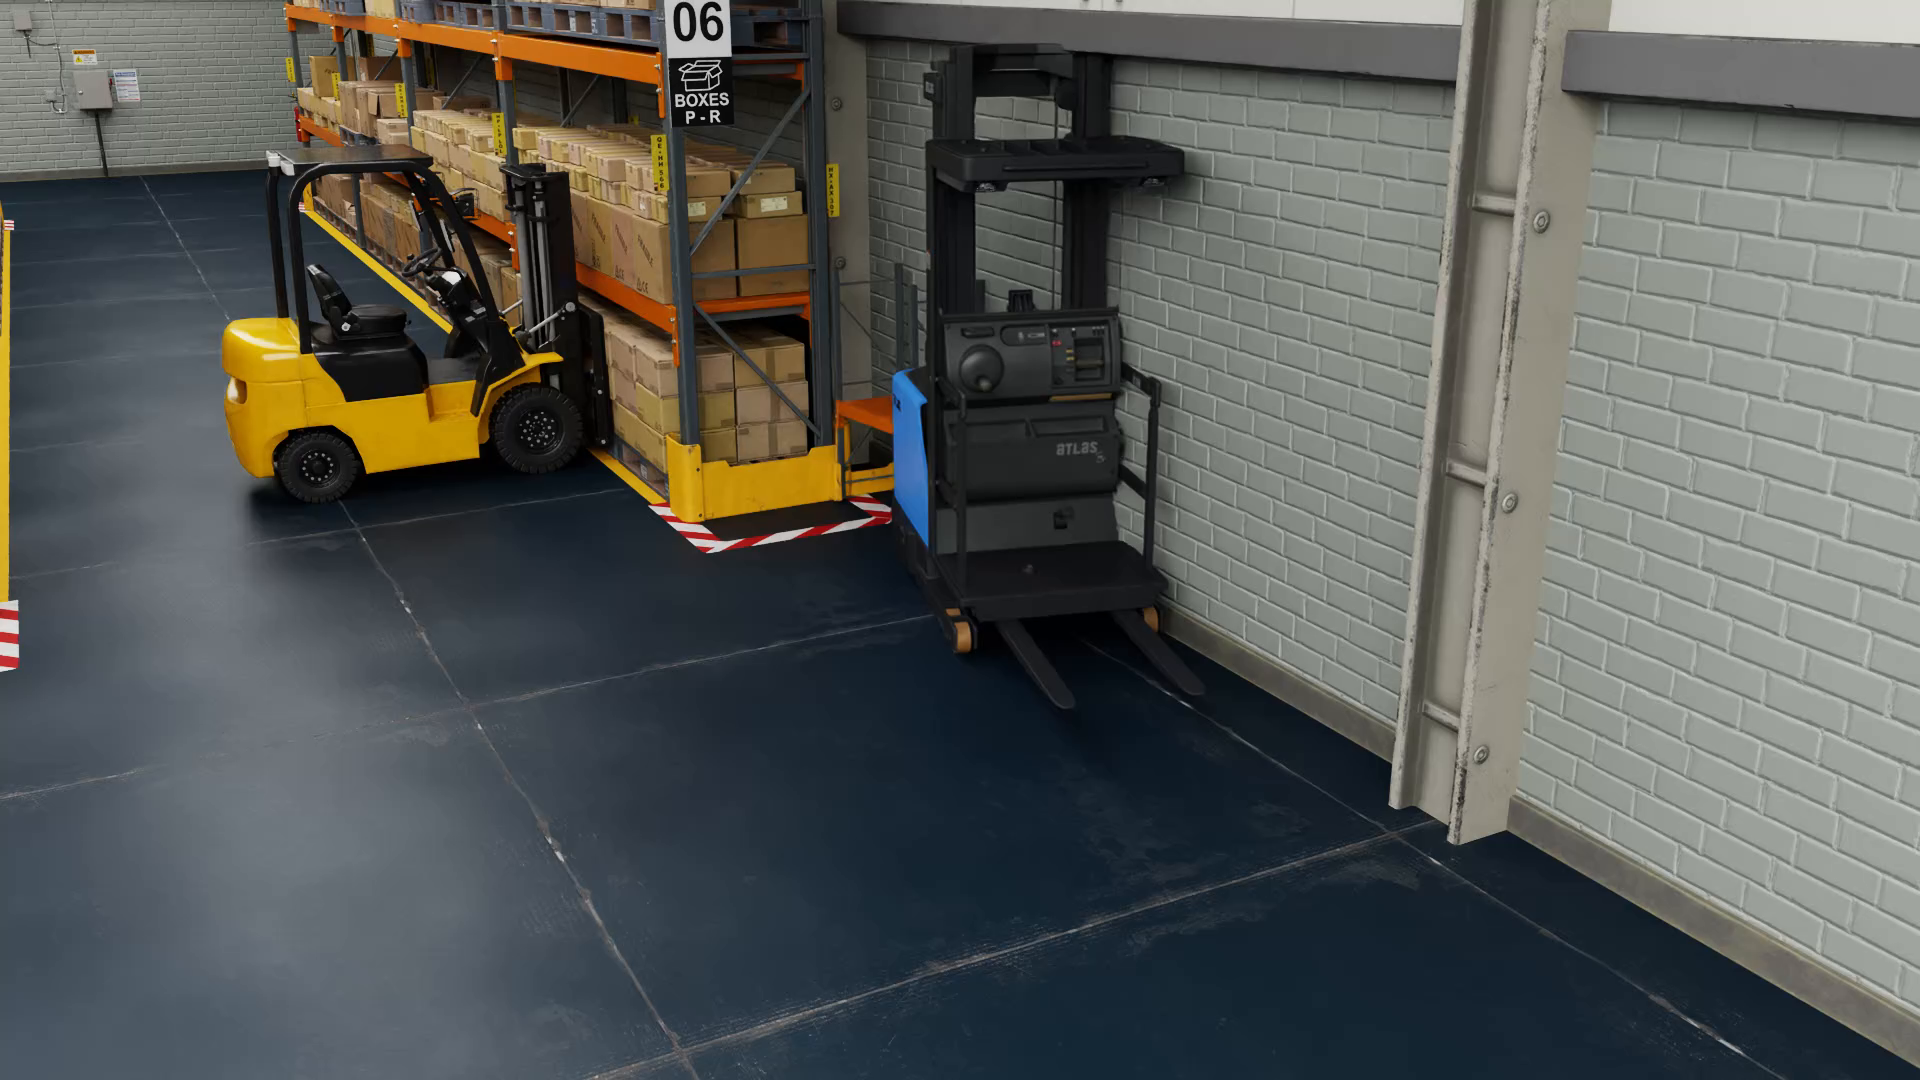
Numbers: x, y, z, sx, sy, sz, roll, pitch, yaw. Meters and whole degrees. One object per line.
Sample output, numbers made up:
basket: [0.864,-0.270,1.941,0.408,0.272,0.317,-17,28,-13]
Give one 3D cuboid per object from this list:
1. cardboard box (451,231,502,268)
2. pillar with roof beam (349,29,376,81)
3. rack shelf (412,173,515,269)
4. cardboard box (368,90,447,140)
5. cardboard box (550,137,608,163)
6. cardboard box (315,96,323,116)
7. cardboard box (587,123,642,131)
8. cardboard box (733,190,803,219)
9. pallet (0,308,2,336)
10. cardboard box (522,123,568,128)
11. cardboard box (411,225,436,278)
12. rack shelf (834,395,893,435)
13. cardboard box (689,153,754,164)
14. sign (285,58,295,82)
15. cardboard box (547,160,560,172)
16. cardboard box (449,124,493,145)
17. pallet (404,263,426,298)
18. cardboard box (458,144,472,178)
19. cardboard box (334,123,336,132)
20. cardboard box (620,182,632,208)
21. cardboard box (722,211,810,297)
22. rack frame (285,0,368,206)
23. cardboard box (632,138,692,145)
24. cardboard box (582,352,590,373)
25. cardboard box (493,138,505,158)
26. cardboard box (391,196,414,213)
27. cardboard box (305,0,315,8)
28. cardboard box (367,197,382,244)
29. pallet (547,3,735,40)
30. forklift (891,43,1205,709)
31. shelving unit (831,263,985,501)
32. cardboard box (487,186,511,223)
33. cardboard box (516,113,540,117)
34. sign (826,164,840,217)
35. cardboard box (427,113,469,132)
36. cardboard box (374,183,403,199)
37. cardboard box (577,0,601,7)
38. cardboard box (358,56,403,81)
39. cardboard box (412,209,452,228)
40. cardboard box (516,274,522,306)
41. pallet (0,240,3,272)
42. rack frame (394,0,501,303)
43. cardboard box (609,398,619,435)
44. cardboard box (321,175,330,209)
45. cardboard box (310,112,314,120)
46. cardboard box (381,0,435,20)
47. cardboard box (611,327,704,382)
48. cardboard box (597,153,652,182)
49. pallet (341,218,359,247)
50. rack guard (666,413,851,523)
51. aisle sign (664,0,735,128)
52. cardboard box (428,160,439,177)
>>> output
cardboard box: [-4.496,-2.672,16.272,0.875,0.625,0.625,-9,21,-25]
pillar with roof beam: [-13.172,-9.342,23.410,9.100,9.000,0.400,-10,21,-27]
rack shelf: [-4.148,-3.049,15.472,1.077,0.370,4.000,-10,21,-27]
cardboard box: [-6.035,-4.650,18.208,0.797,0.503,0.637,-11,22,-28]
cardboard box: [-2.796,-2.879,12.272,0.380,0.149,0.250,-10,22,-28]
cardboard box: [-8.173,-5.724,21.896,0.500,0.250,0.500,-11,22,-28]
cardboard box: [-2.780,-3.265,13.390,0.380,0.149,0.250,-10,21,-27]
cardboard box: [-1.231,-2.158,10.639,0.380,0.149,0.250,-11,22,-28]
pallet: [-9.772,-2.113,15.932,1.003,0.211,1.213,-10,21,-27]
cardboard box: [-3.735,-3.677,15.042,0.380,0.149,0.250,-10,21,-27]
cardboard box: [-5.487,-3.068,17.613,0.500,0.500,0.500,-9,21,-25]
rack shelf: [-0.325,-0.736,10.422,0.538,0.185,1.000,-10,18,-29]
cardboard box: [-1.607,-2.518,11.226,0.380,0.149,0.250,-10,21,-26]
sign: [-9.374,-6.585,23.289,0.100,0.325,0.005,-10,21,-27]
cardboard box: [-2.830,-2.734,12.309,0.380,0.149,0.250,-10,22,-27]
cardboard box: [-4.382,-3.659,14.989,0.380,0.149,0.250,-11,22,-28]
pallet: [-5.419,-2.865,18.111,1.003,0.211,1.213,-10,21,-27]
cardboard box: [-4.144,-3.376,14.780,0.500,0.250,0.500,-10,21,-26]
cardboard box: [-7.759,-5.267,21.181,0.380,0.149,0.250,-9,21,-25]
cardboard box: [-2.034,-2.302,11.057,0.380,0.149,0.250,-10,21,-27]
cardboard box: [-1.289,-1.899,10.883,0.500,0.500,0.500,-9,21,-25]
rack frame: [-8.896,-6.260,23.674,1.000,3.000,0.127,-10,21,-27]
cardboard box: [-2.201,-2.892,12.310,0.380,0.149,0.250,-10,22,-27]
cardboard box: [-2.531,-1.328,12.186,0.500,0.250,0.500,-10,21,-27]
cardboard box: [-3.694,-3.304,13.960,0.380,0.149,0.250,-10,22,-27]
cardboard box: [-6.160,-3.774,18.665,0.380,0.149,0.250,-11,22,-29]
cardboard box: [-8.184,-6.906,21.332,0.380,0.149,0.250,-10,21,-26]
cardboard box: [-6.704,-3.803,19.743,0.500,0.500,0.500,-10,22,-27]
pallet: [-2.195,-3.600,11.504,1.003,0.211,1.213,-10,21,-27]
forklift: [0.427,-0.942,8.369,1.130,2.935,3.031,-4,20,-13]
shelving unit: [-0.331,-0.911,10.380,0.587,1.500,1.083,-10,18,-29]
cardboard box: [-3.667,-2.848,14.017,0.500,0.250,0.500,-9,21,-25]
cardboard box: [-4.295,-4.054,16.133,0.380,0.149,0.250,-10,22,-28]
sign: [-0.807,-2.198,10.453,0.100,0.325,0.005,-10,21,-27]
cardboard box: [-4.933,-4.034,16.075,0.380,0.149,0.250,-9,21,-25]
cardboard box: [-6.729,-4.151,19.757,0.380,0.149,0.250,-11,22,-29]
cardboard box: [-2.121,-3.777,10.928,0.700,0.500,0.500,-10,21,-26]
cardboard box: [-7.470,-6.004,21.558,0.500,0.500,0.500,-11,22,-28]
cardboard box: [-5.555,-3.389,17.549,0.380,0.149,0.250,-11,22,-29]
cardboard box: [-3.244,-1.999,13.364,0.500,0.250,0.500,-10,22,-27]
pallet: [-11.656,-3.254,19.237,1.003,0.211,1.213,-10,21,-27]
rack frame: [-5.097,-3.963,17.018,1.000,3.000,0.127,-10,21,-27]
cardboard box: [-2.257,-0.941,11.830,0.500,0.250,0.500,-10,21,-26]
cardboard box: [-8.317,-4.835,22.733,0.700,0.500,0.500,-9,21,-24]
cardboard box: [-8.820,-5.938,23.127,0.380,0.149,0.250,-9,21,-25]
cardboard box: [-5.555,-5.420,16.871,0.500,0.250,0.500,-11,22,-28]
cardboard box: [-2.039,-1.268,11.245,0.500,0.250,0.500,-10,21,-26]
cardboard box: [-2.221,-2.509,11.200,0.380,0.149,0.250,-9,21,-25]
pallet: [-7.322,-3.991,21.373,1.003,0.211,1.213,-10,21,-27]
rack guard: [-1.287,-0.478,10.751,1.175,0.500,0.348,-10,21,-27]
aisle sign: [-1.526,-2.831,9.752,0.394,0.787,0.004,-10,21,-27]
cardboard box: [-4.867,-3.582,16.143,0.500,0.250,0.500,-10,22,-28]
